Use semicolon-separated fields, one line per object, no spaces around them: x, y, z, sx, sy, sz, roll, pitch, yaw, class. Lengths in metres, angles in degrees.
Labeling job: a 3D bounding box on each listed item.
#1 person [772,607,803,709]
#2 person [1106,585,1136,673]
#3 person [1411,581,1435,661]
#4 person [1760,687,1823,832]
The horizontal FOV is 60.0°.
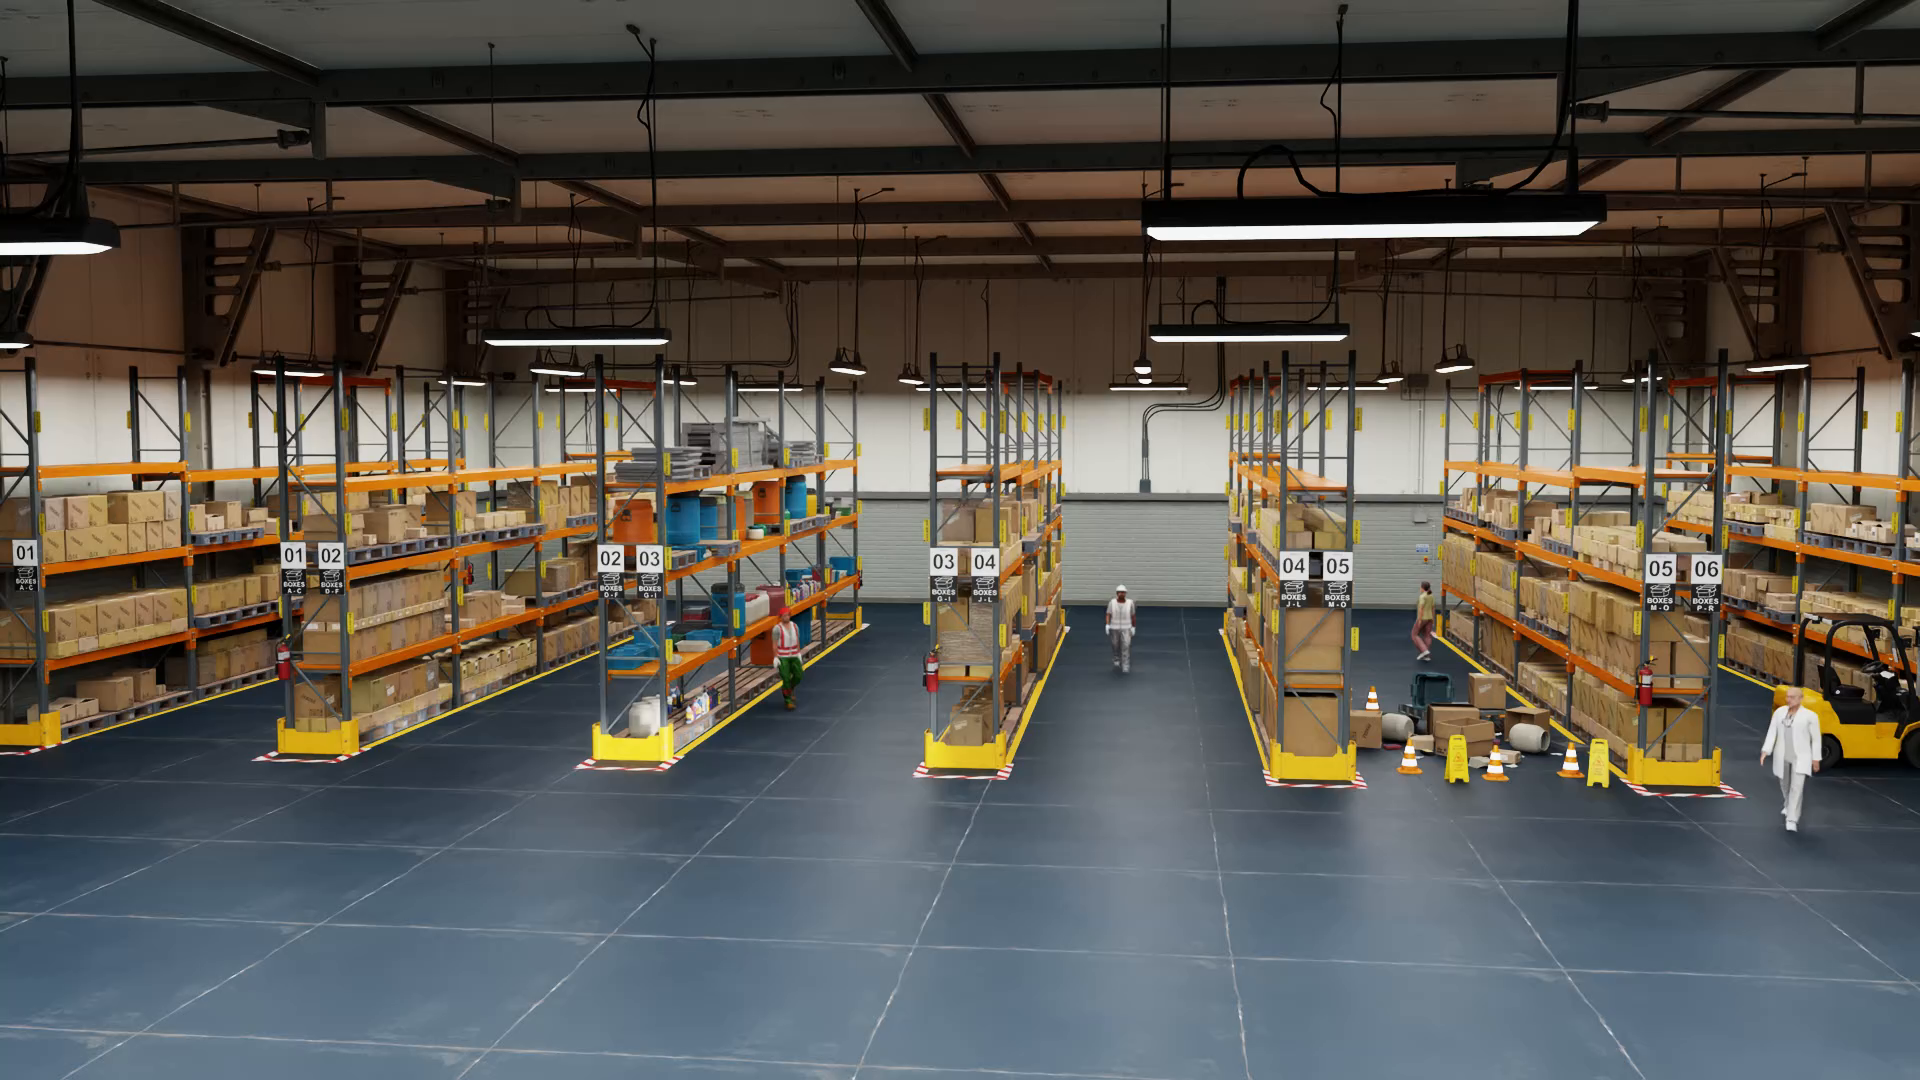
-3.053;2.045;29.079;0.571;1.783;0.591;-2;5;-30;person
3.225;1.773;33.326;0.602;1.727;1.094;0;4;4;person
9.772;1.701;34.892;0.496;1.670;0.465;-3;5;-34;person
10.280;2.668;20.546;0.664;1.716;1.207;3;5;38;person
